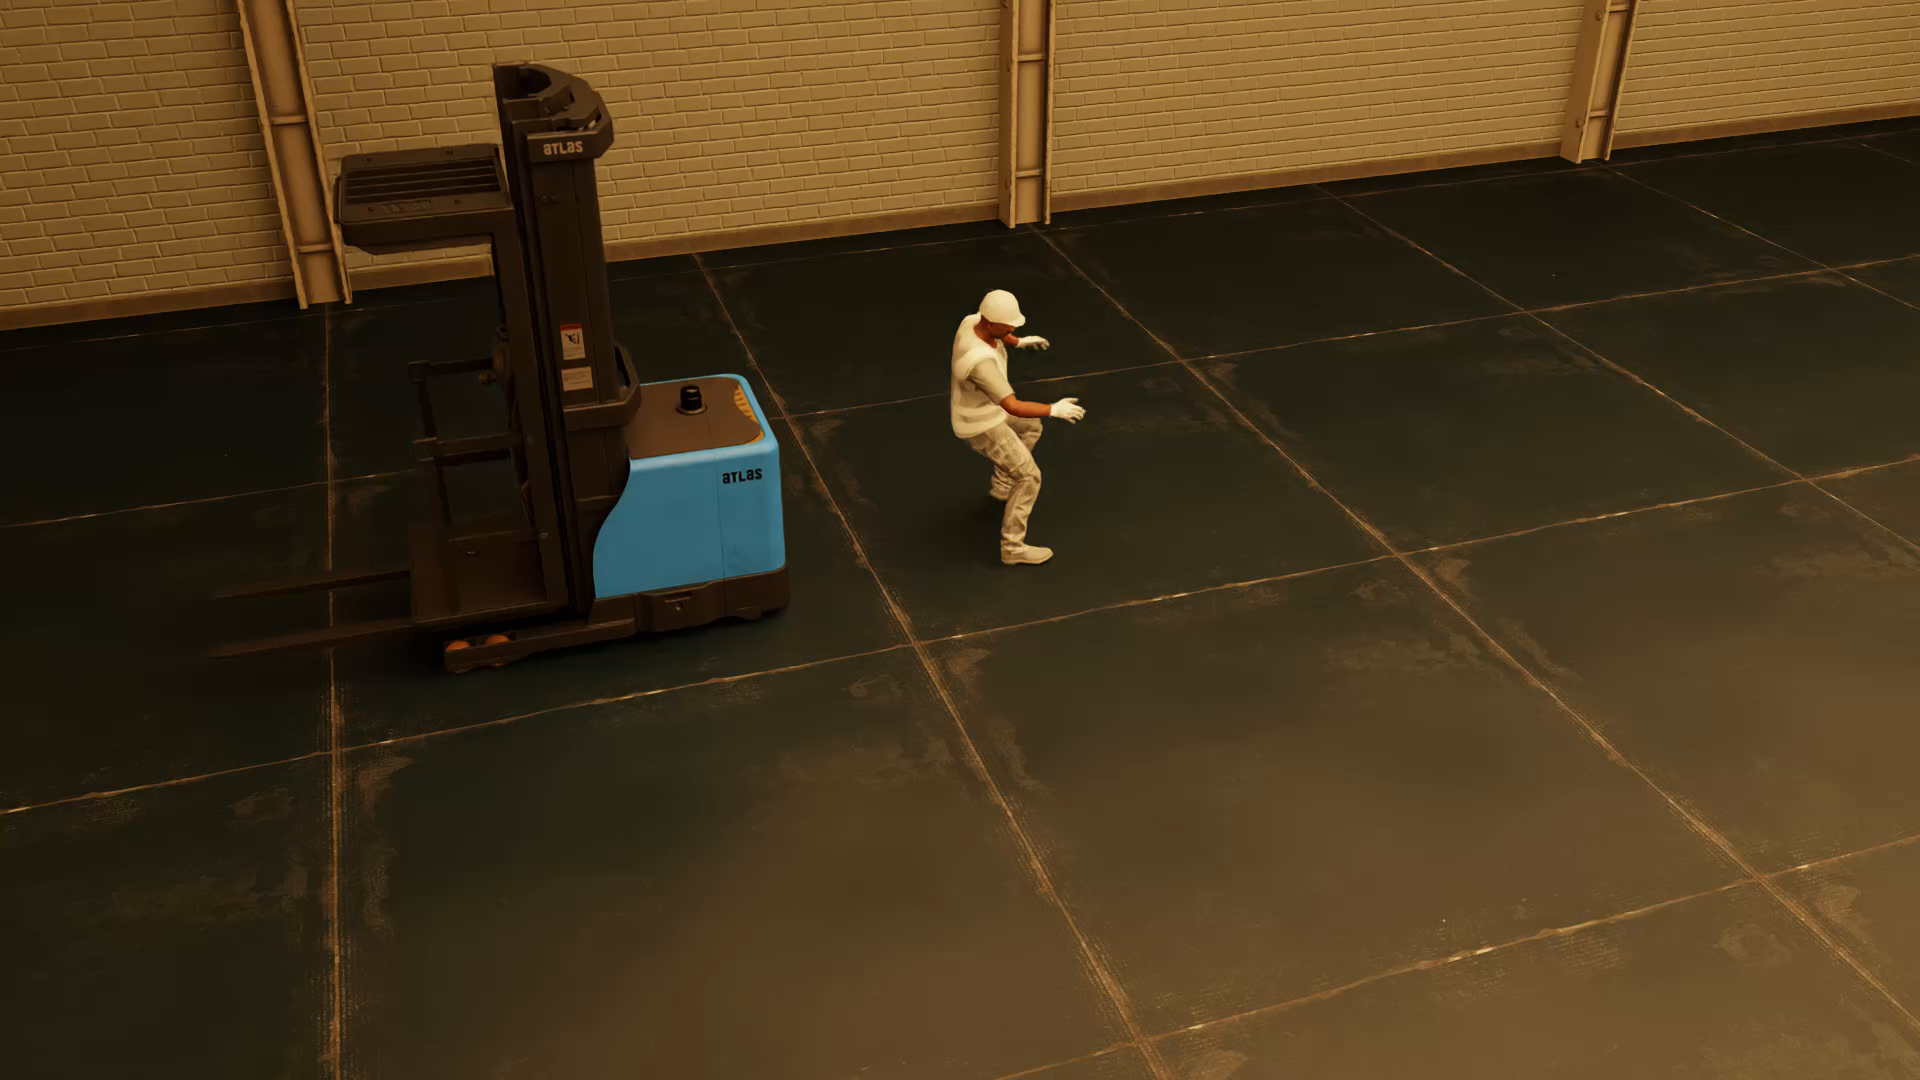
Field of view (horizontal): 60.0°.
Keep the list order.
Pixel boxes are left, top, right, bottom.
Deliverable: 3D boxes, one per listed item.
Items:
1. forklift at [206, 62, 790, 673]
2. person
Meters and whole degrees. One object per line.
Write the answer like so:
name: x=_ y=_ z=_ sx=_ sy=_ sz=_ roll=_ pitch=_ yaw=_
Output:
forklift: x=-2.525 y=-0.861 z=8.584 sx=3.031 sy=2.935 sz=1.130 roll=-9 pitch=31 yaw=-15
person: x=0.331 y=-0.769 z=9.792 sx=0.766 sy=1.574 sz=1.004 roll=0 pitch=30 yaw=0
